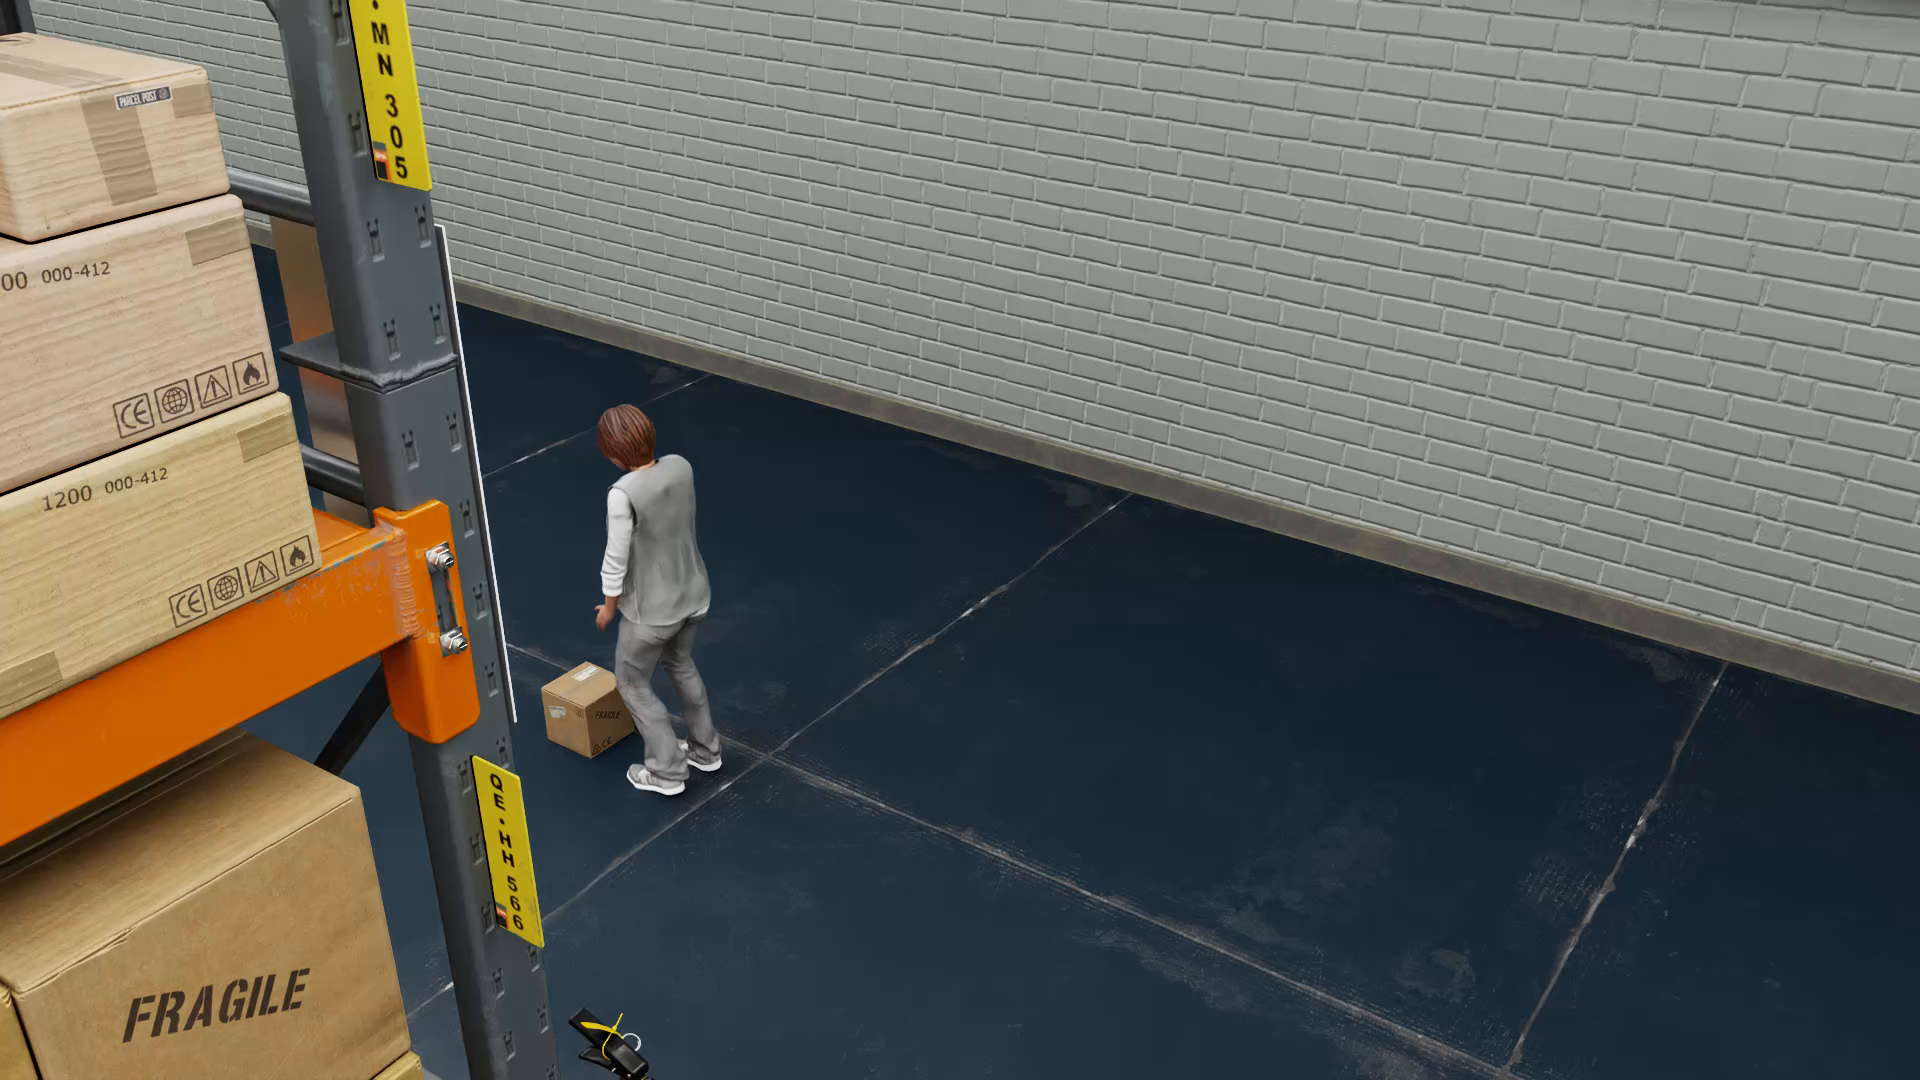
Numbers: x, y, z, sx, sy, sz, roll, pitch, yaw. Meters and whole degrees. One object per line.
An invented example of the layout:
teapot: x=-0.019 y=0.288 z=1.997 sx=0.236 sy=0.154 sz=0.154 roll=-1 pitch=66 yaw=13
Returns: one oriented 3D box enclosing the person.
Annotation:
person: x=-1.136 y=0.253 z=6.202 sx=0.368 sy=1.550 sz=0.423 roll=18 pitch=33 yaw=31
